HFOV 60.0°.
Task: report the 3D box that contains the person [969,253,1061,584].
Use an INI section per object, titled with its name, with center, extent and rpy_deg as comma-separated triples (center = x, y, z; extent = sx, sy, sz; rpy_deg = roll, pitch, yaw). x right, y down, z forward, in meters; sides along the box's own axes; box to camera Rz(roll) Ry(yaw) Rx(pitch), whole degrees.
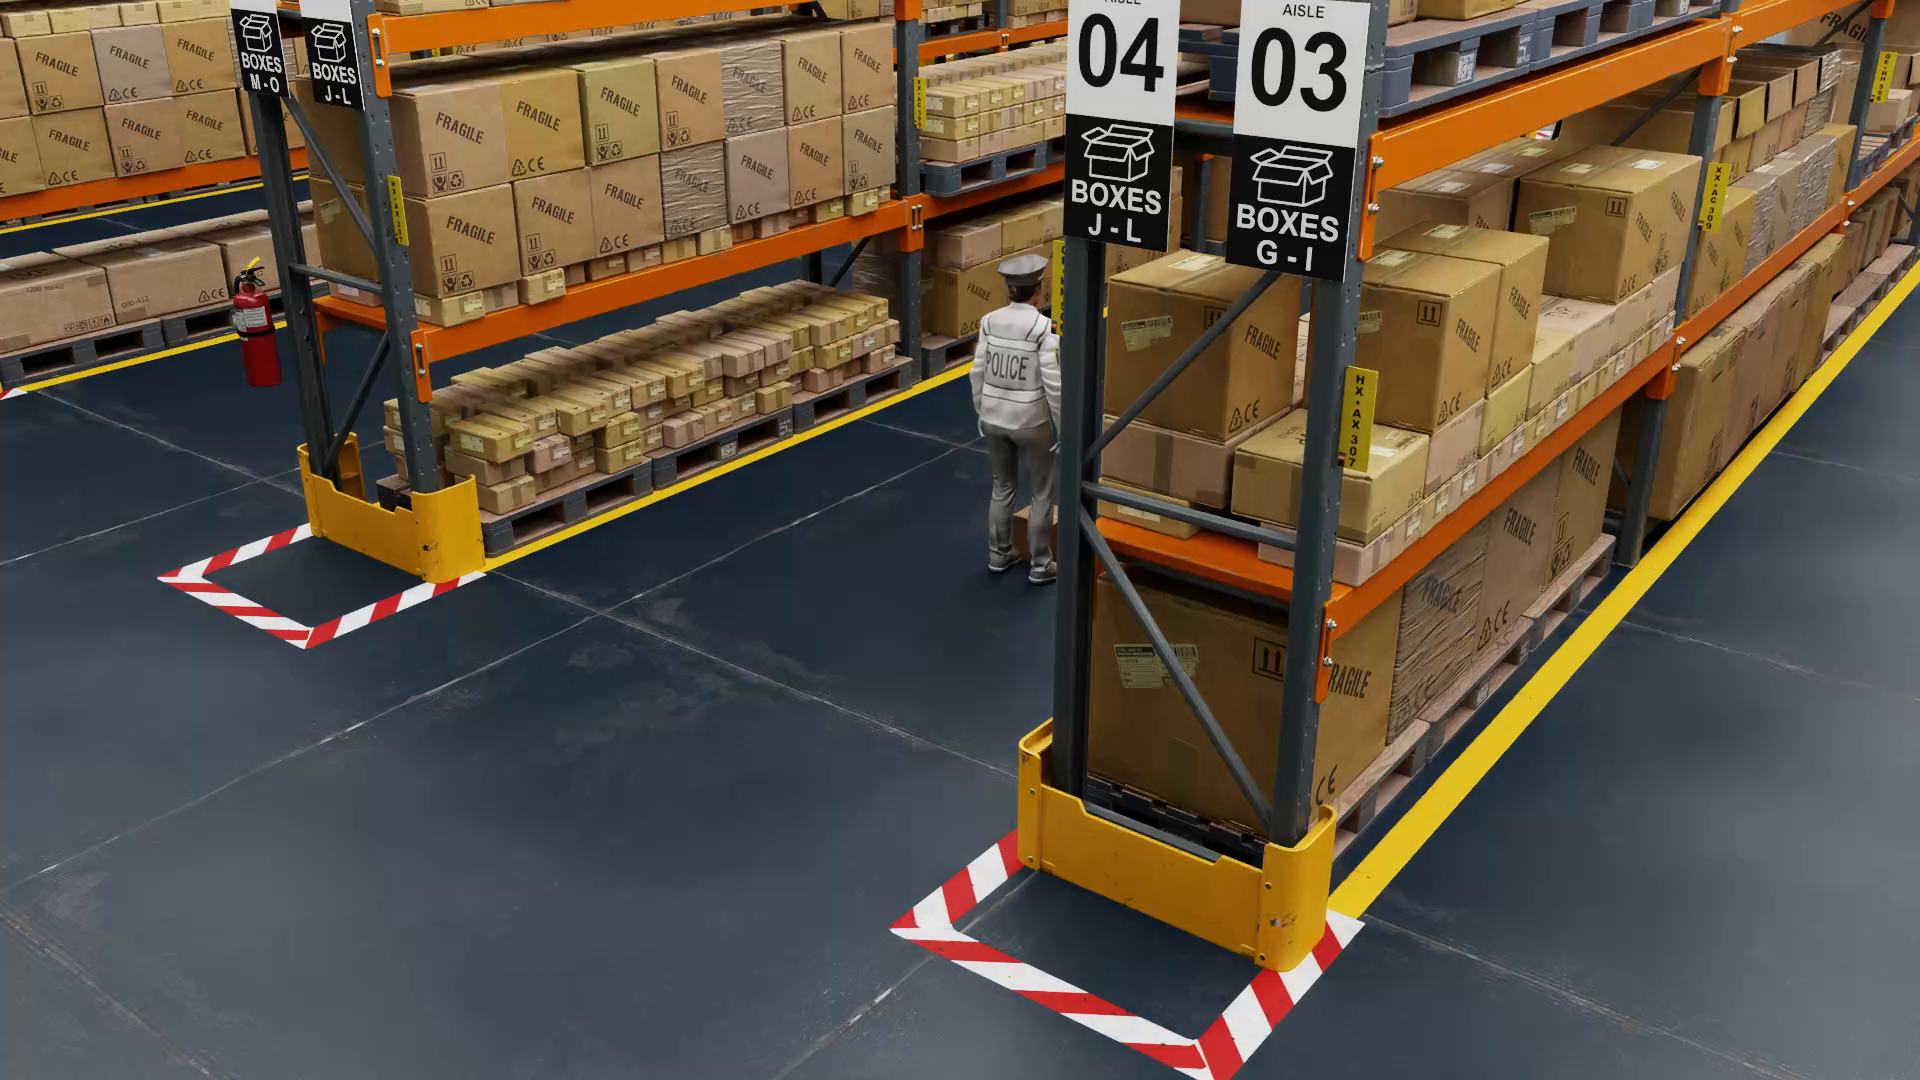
[person]
center = 0.308, -0.601, 8.464
extent = 0.546, 1.664, 0.376
rpy_deg = 15, 28, 30
